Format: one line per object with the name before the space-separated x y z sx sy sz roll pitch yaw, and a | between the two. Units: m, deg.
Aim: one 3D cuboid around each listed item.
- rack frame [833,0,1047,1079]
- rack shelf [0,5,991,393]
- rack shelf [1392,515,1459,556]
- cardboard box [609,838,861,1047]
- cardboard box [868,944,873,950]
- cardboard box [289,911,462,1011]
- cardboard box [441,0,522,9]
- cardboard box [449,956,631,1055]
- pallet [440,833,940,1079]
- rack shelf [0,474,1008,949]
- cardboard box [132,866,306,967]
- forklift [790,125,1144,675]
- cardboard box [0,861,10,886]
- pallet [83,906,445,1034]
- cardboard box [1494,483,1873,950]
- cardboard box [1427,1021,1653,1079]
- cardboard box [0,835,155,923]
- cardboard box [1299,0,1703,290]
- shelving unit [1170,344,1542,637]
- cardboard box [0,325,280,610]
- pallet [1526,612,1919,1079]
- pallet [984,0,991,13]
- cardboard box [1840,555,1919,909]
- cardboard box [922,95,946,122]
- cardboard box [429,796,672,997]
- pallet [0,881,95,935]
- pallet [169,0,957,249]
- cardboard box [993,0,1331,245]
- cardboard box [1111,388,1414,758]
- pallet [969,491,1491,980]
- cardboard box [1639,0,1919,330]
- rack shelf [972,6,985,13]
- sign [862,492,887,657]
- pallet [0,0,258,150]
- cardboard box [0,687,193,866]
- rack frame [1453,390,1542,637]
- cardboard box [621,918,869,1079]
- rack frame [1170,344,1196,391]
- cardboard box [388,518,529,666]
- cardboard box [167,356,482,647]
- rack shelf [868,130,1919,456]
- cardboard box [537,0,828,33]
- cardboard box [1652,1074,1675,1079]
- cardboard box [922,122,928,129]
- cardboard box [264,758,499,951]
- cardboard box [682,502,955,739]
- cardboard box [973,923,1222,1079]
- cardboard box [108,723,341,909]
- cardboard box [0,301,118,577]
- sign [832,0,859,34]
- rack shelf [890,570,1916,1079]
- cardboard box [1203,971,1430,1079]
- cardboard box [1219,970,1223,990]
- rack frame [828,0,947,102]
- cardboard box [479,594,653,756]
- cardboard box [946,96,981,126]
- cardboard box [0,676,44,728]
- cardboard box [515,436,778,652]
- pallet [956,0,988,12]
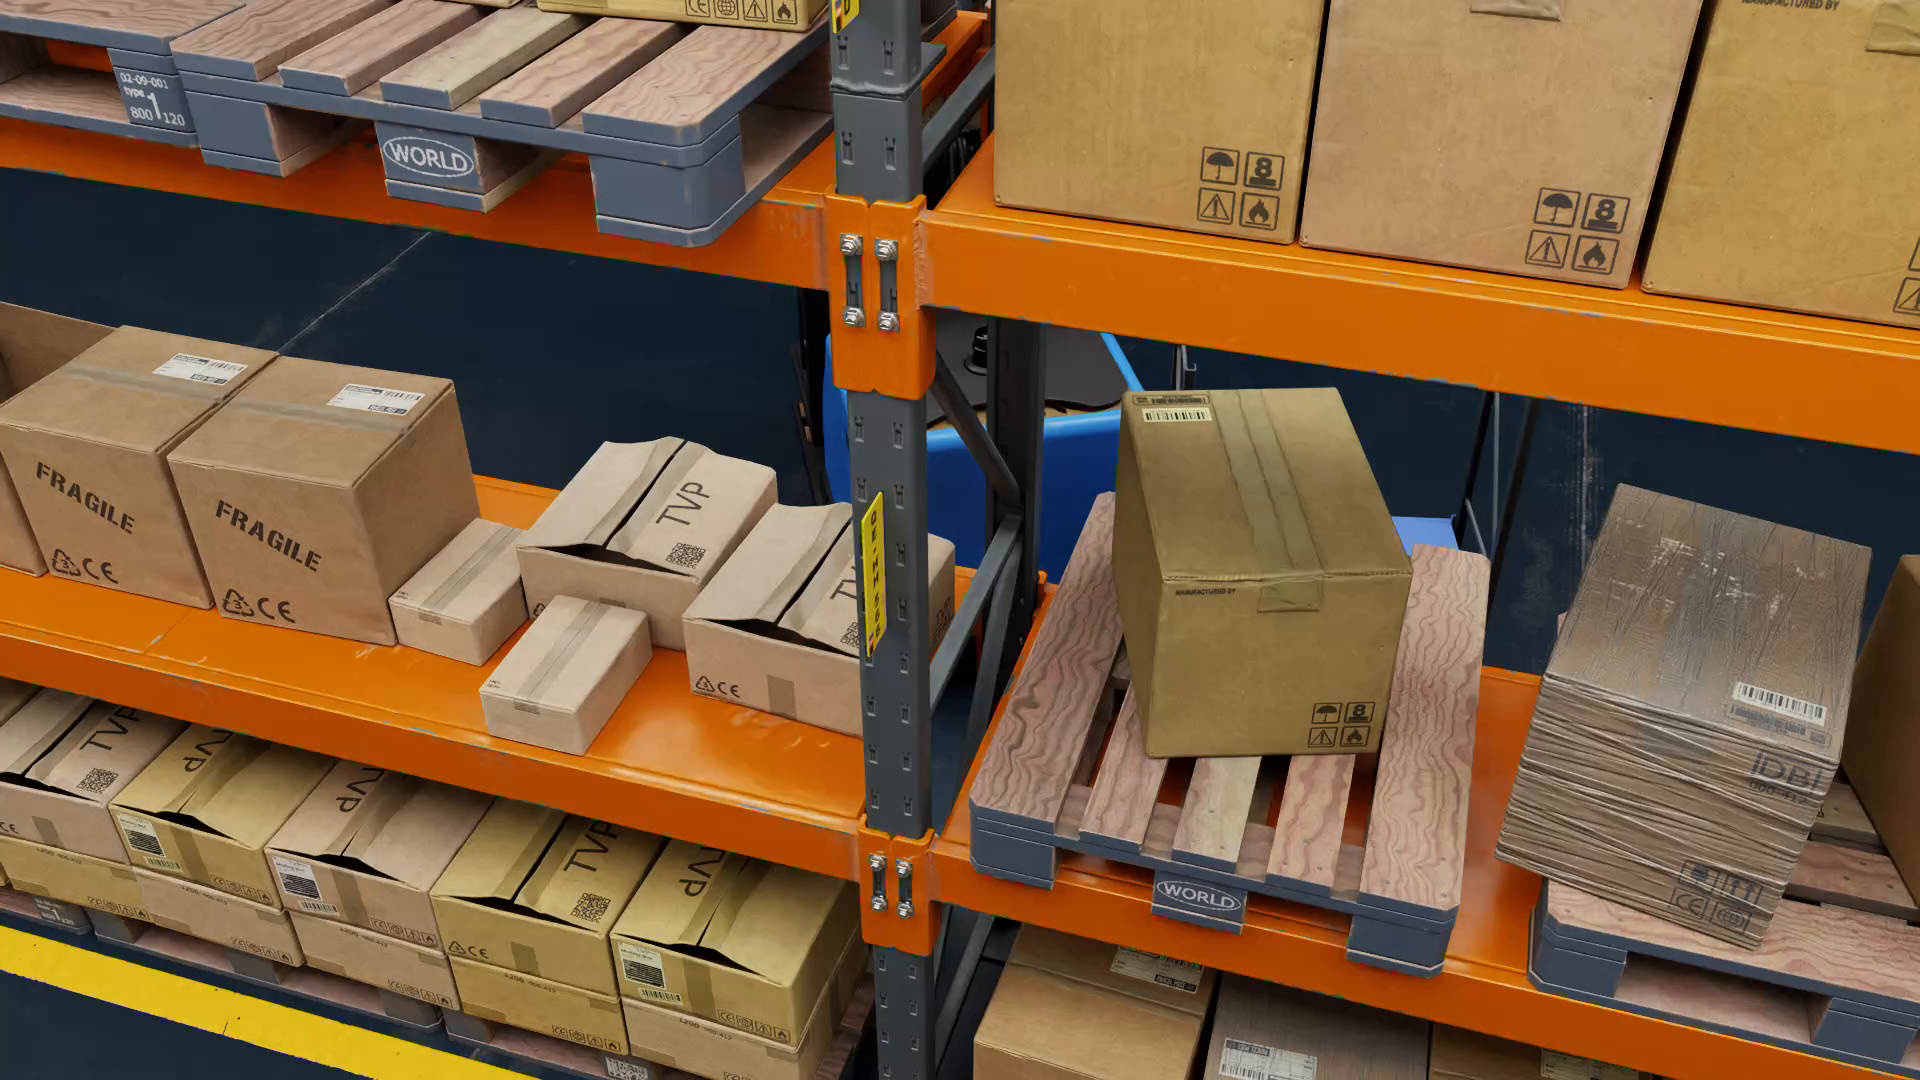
rack frame | 0.001 0.220 3.921 0.127 3.000 1.000 10 38 14
rack shelf | -1.908 -1.052 3.725 4.000 0.370 1.077 10 38 14
rack shelf | 1.204 0.121 5.624 1.000 0.185 0.538 2 36 3
cardboard box | -0.572 0.979 4.381 0.500 0.311 0.500 11 38 15
cardboard box | -0.411 0.900 4.963 0.500 0.250 0.500 10 38 14
cardboard box | -1.546 1.024 4.794 0.500 0.250 0.500 11 38 15
cardboard box | -0.955 -1.228 3.129 0.500 0.250 0.500 11 38 15
cardboard box | -1.067 1.114 4.671 0.500 0.250 0.500 10 38 13
pallet | -0.773 1.175 4.975 1.213 0.211 1.003 10 38 14
rack shelf | -1.908 0.156 4.614 4.000 0.370 1.077 10 38 14
cardboard box | -2.038 0.934 4.915 0.500 0.250 0.500 11 38 15
forklift | -0.125 -1.543 6.373 1.130 2.935 3.031 -7 37 -9
cardboard box | -3.018 0.754 5.161 0.500 0.250 0.500 11 38 15
pallet | -1.934 0.959 5.269 1.213 0.211 1.003 10 38 14
cardboard box | 1.452 0.328 3.335 0.500 0.500 0.700 18 40 22
cardboard box | 1.329 1.473 3.956 0.500 0.500 0.500 10 38 13
cardboard box | -2.523 0.844 5.038 0.500 0.250 0.500 9 37 12
cardboard box | 0.914 -0.880 2.800 0.500 0.500 0.910 10 38 14
shelving unit | 1.204 -0.024 5.518 1.048 1.500 0.538 2 36 3
cardboard box | -2.108 -0.201 4.408 0.500 0.500 0.500 11 38 14
pallet | 1.859 0.638 3.514 1.213 0.211 1.003 10 38 14
pallet | 0.762 -2.572 7.876 1.003 0.211 1.213 10 38 14
cardboard box | 2.114 0.440 3.183 0.500 0.500 0.700 2 36 2
cardboard box | -0.246 -2.378 8.555 0.500 0.250 0.500 10 38 14
cardboard box | -1.070 0.891 4.501 0.500 0.311 0.500 10 38 13
pallet | -3.102 0.744 5.561 1.213 0.211 1.003 10 38 14
pallet | -0.673 -0.981 3.182 1.003 0.211 1.213 12 38 16
cardboard box | 0.427 -0.970 2.923 0.500 0.500 0.910 10 38 14
cardboard box | 0.636 0.058 3.702 0.500 0.500 0.700 -1 36 -2
pallet | 0.669 0.377 3.869 1.003 0.211 1.213 10 38 14
cardboard box | 1.411 -0.788 2.676 0.500 0.500 0.910 10 38 14
rack shelf | -0.435 -2.647 8.423 4.000 0.370 1.077 10 38 14
sign | -0.161 0.068 3.150 0.005 0.325 0.100 10 38 14
pallet | -1.742 -1.177 3.448 1.213 0.211 1.003 12 38 16
cardboard box | -2.526 0.622 4.867 0.500 0.311 0.500 9 37 12
rack frame | 1.711 -0.005 5.492 0.032 1.500 0.500 2 36 3
cardboard box | -0.574 1.203 4.550 0.500 0.250 0.500 11 38 15
rack frame | 0.696 -0.043 5.544 0.032 1.500 0.500 2 36 3
cardboard box | -1.233 0.128 4.258 0.250 0.149 0.380 13 38 17
cardboard box | -1.606 -0.108 4.281 0.500 0.500 0.500 9 37 11
rack shelf | 1.910 -0.345 2.764 4.000 0.370 1.077 10 38 14
cardboard box | -0.449 -1.145 3.017 0.500 0.250 0.500 8 37 10
cardboard box | 1.829 1.562 3.835 0.500 0.500 0.500 9 37 12
cardboard box | -0.168 -2.080 8.784 0.500 0.500 0.700 10 38 14
cardboard box | -1.551 0.800 4.625 0.500 0.311 0.500 10 38 14
cardboard box | -0.333 0.167 4.068 0.500 0.311 0.500 13 38 17
cardboard box | 0.350 1.292 4.202 0.500 0.500 0.500 12 38 16
cardboard box | -2.029 0.710 4.747 0.500 0.311 0.500 12 38 15
cardboard box | -2.586 -0.289 4.528 0.500 0.500 0.500 13 38 17
sign | -0.172 -0.916 2.430 0.005 0.325 0.100 10 38 14
rack shelf | 1.910 0.863 3.654 4.000 0.370 1.077 10 38 14
cardboard box | 0.852 1.381 4.081 0.500 0.500 0.500 9 37 12
cardboard box | 0.964 1.082 4.487 0.500 0.500 0.500 12 38 16
rack frame | 0.001 -2.196 2.142 0.127 3.000 1.000 10 38 14
cardboard box | -0.940 0.319 3.999 0.250 0.149 0.380 10 38 14
cardboard box | 0.246 -2.290 8.436 0.500 0.250 0.500 11 38 15
cardboard box | -3.021 0.531 4.991 0.500 0.311 0.500 10 38 13
cardboard box | -0.795 -0.012 4.311 0.500 0.311 0.500 10 38 13
pallet | -0.427 -2.833 8.230 1.213 0.211 1.003 10 38 14
